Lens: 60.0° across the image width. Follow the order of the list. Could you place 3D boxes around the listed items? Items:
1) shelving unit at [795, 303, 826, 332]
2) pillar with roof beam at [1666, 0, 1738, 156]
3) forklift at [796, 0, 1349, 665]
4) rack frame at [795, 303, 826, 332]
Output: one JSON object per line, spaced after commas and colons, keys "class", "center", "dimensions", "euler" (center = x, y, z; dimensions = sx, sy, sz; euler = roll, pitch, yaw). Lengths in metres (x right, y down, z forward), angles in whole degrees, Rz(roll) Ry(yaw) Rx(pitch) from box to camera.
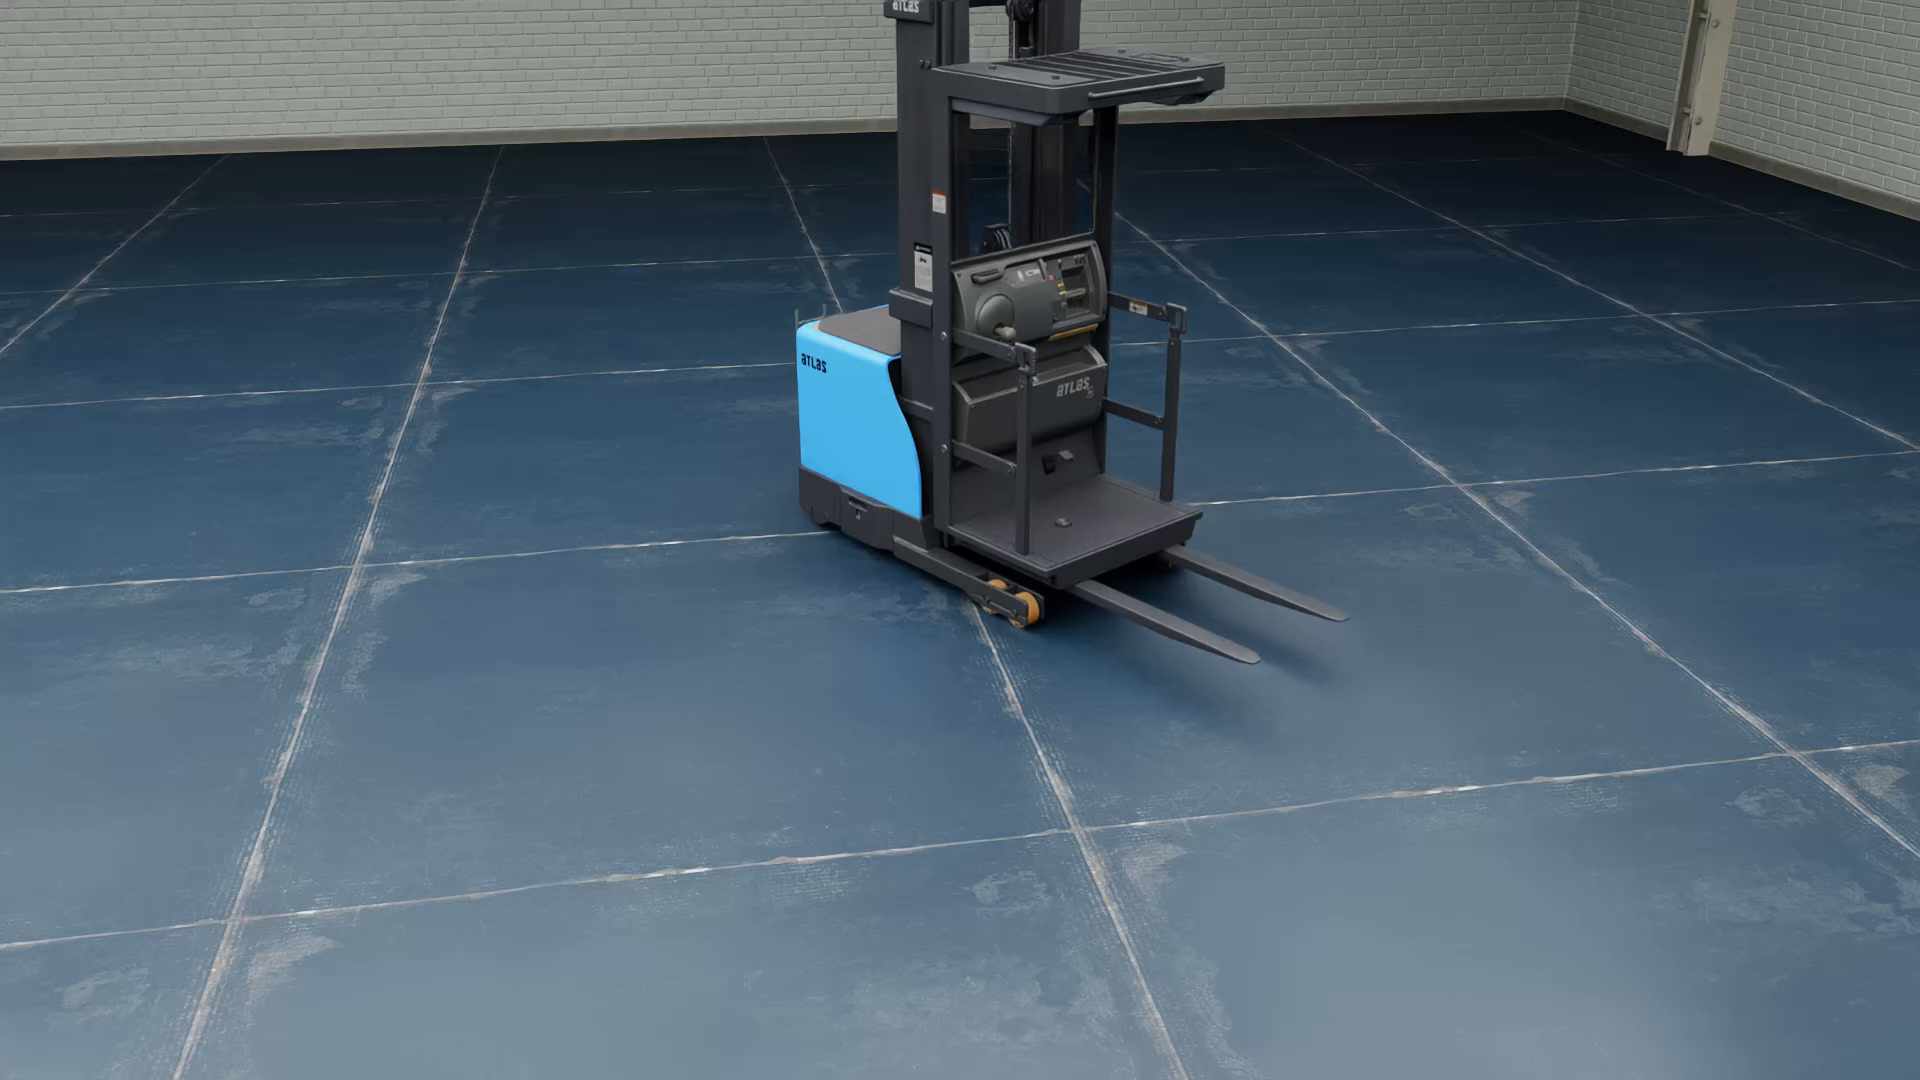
{"class": "shelving unit", "center": [-0.731, -0.749, 9.152], "dimensions": [0.215, 1.050, 0.252], "euler": [-19, 30, -37]}
{"class": "pillar with roof beam", "center": [3.991, -8.187, 16.253], "dimensions": [9.100, 9.000, 0.400], "euler": [-4, 24, -10]}
{"class": "forklift", "center": [0.483, -1.160, 7.743], "dimensions": [1.130, 2.935, 3.031], "euler": [-19, 30, -37]}
{"class": "rack frame", "center": [-0.811, -0.785, 9.236], "dimensions": [0.200, 1.050, 0.008], "euler": [-19, 30, -37]}
